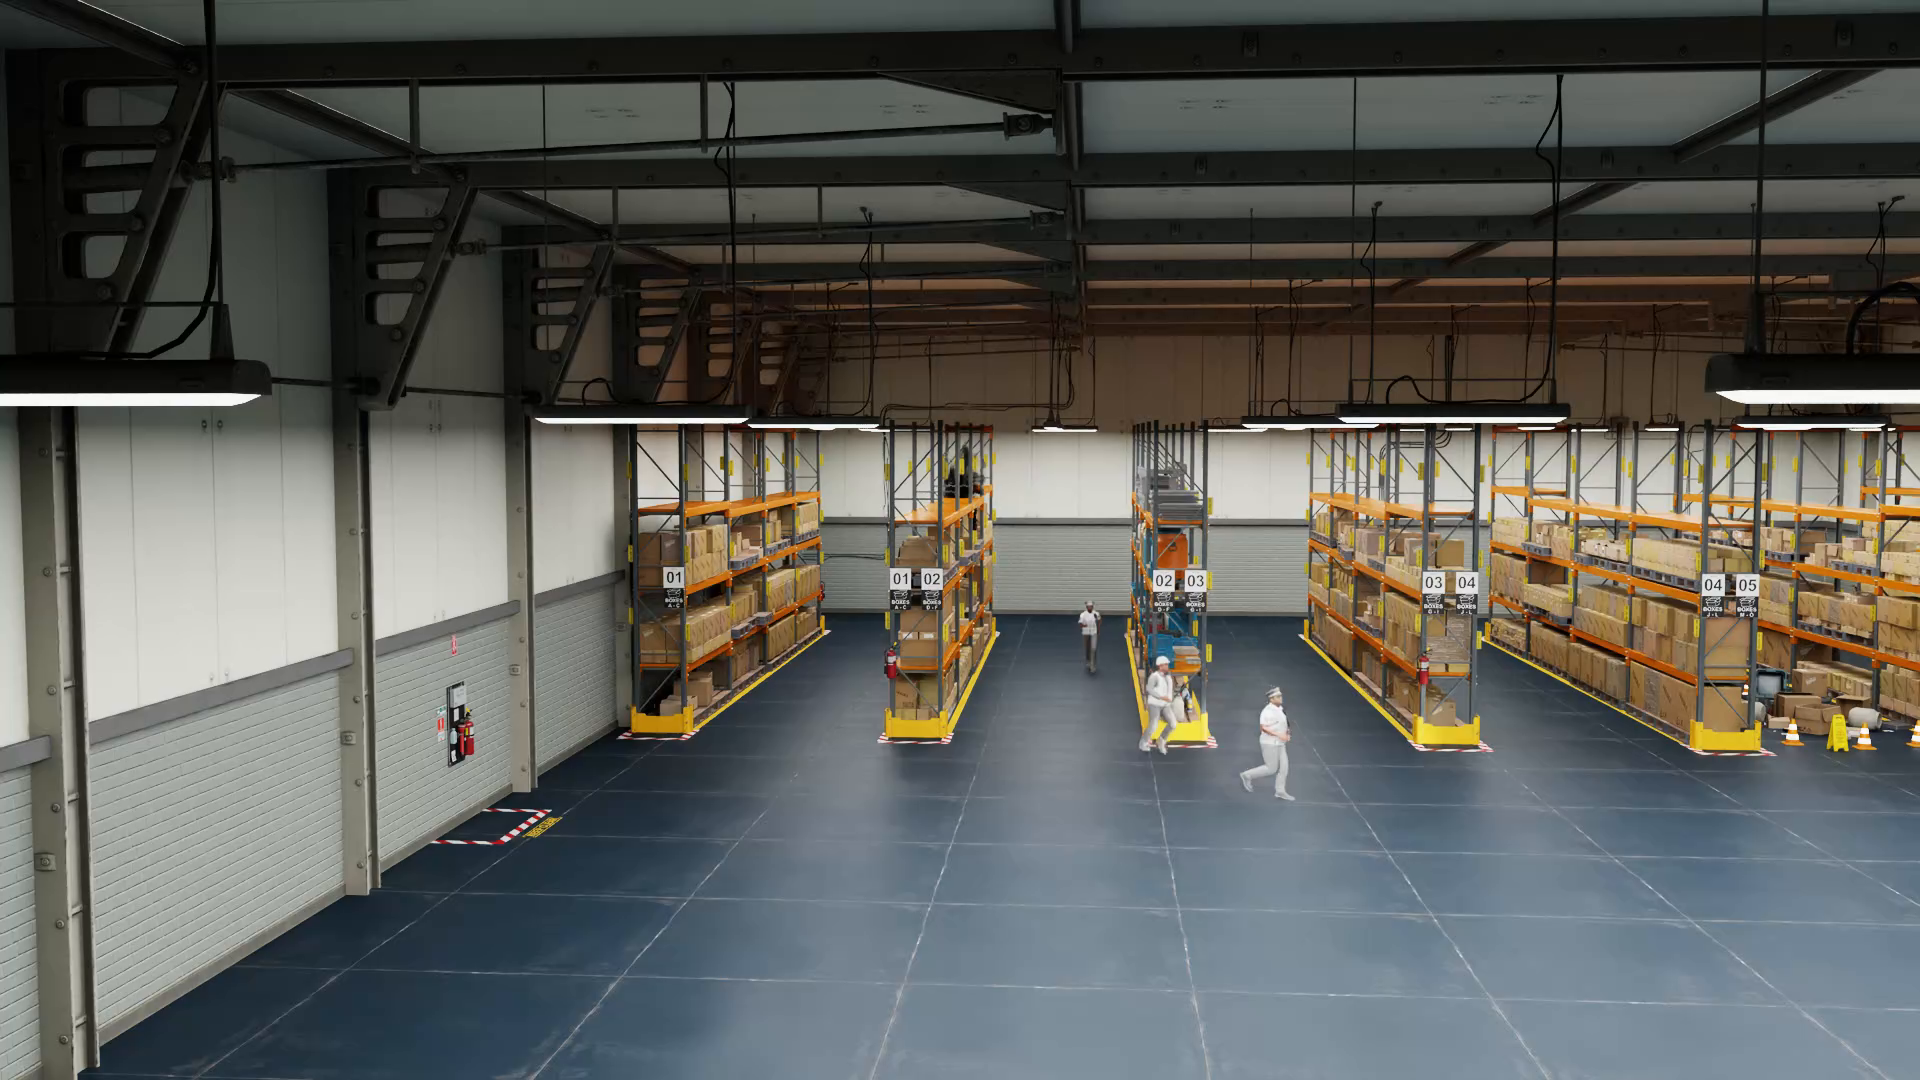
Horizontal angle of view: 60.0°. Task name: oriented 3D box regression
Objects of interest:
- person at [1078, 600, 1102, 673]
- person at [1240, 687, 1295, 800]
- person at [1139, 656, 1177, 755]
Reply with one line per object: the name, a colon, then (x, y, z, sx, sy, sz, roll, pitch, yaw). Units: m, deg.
person: (3.152, 2.320, 40.348, 0.570, 1.739, 0.862, 0, 4, 4)
person: (4.891, 3.197, 26.234, 0.834, 1.780, 0.670, 2, 4, 30)
person: (3.618, 2.969, 29.870, 0.706, 1.775, 0.676, -3, 5, -38)
